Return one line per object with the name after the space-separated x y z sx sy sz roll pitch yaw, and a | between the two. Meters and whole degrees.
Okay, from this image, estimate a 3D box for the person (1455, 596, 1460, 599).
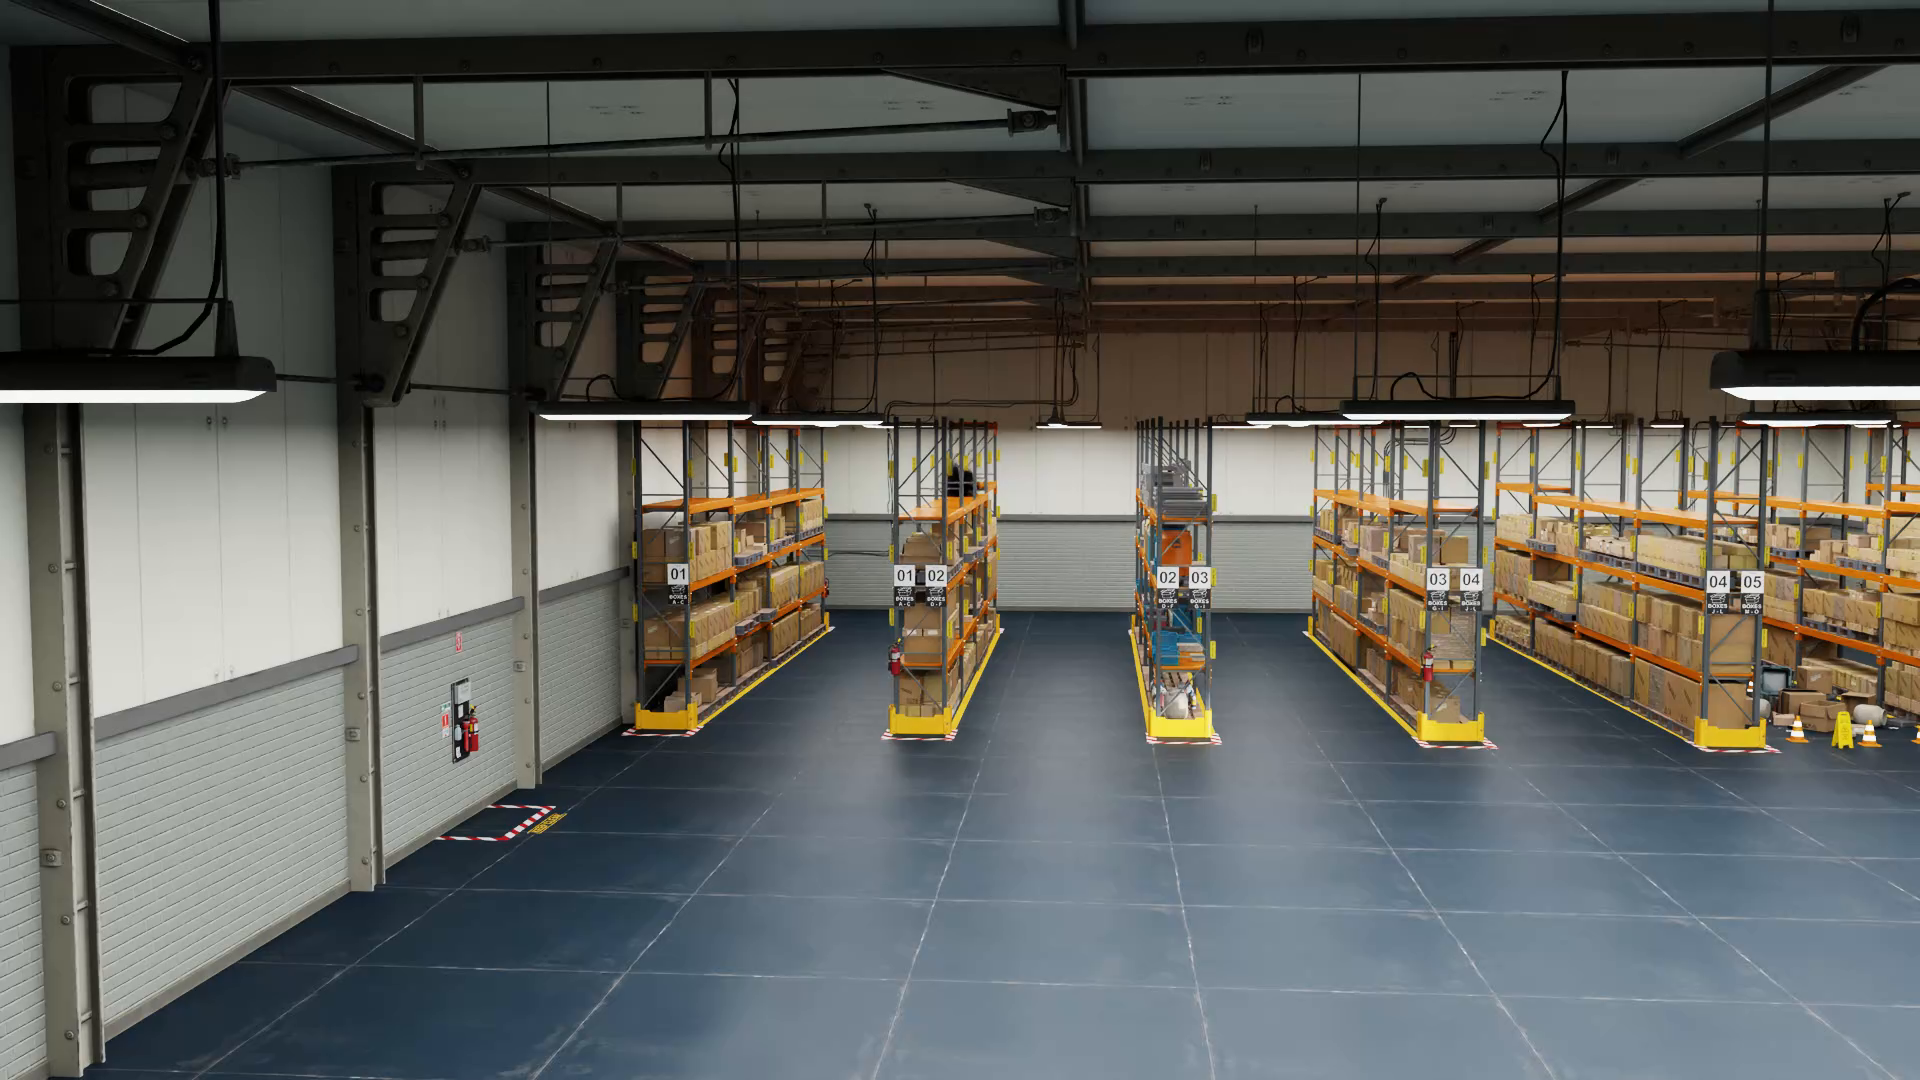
13.326 2.041 44.260 0.604 1.617 0.662 0 4 2 | person
